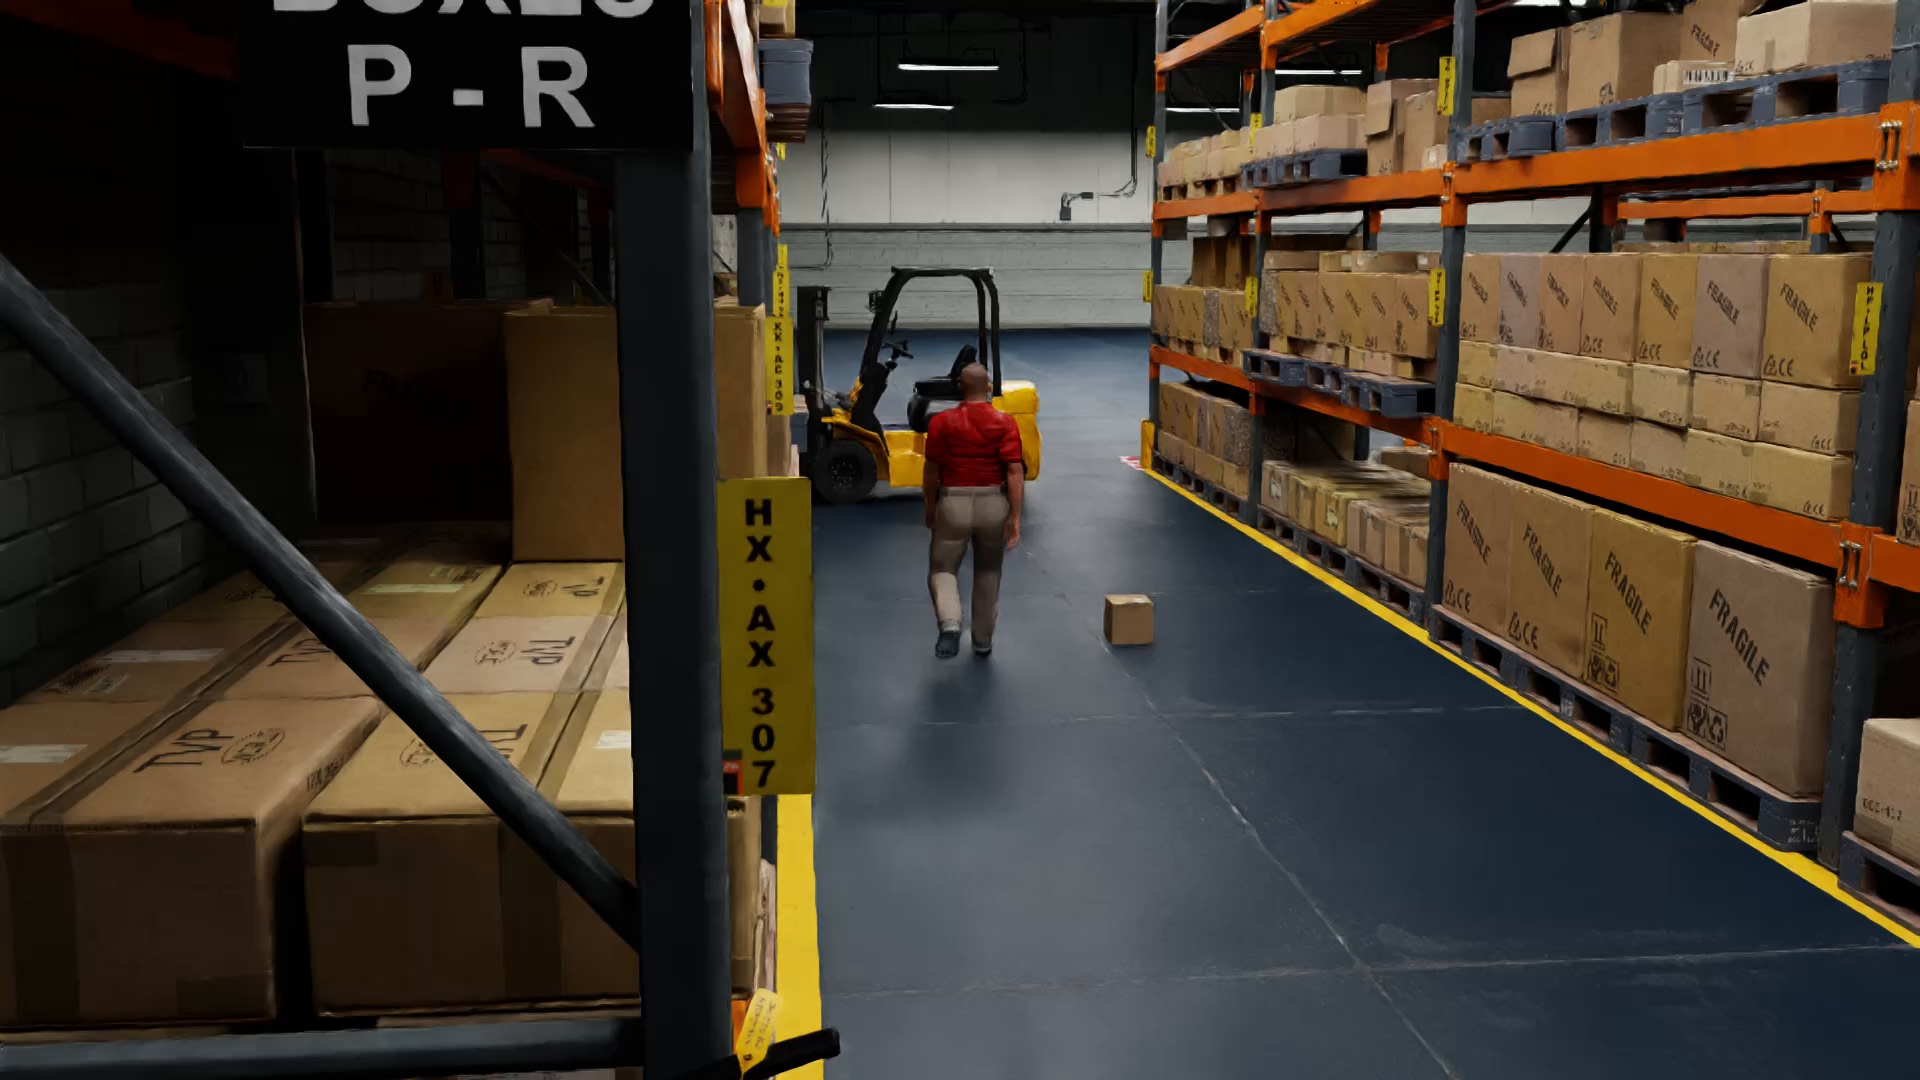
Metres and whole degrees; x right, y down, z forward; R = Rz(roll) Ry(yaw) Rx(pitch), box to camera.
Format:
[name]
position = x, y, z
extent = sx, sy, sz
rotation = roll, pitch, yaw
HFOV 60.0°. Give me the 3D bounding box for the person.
[person]
position = 0.067, -0.159, 9.355
extent = 0.550, 1.682, 0.870
rotation = -1, 10, -4
